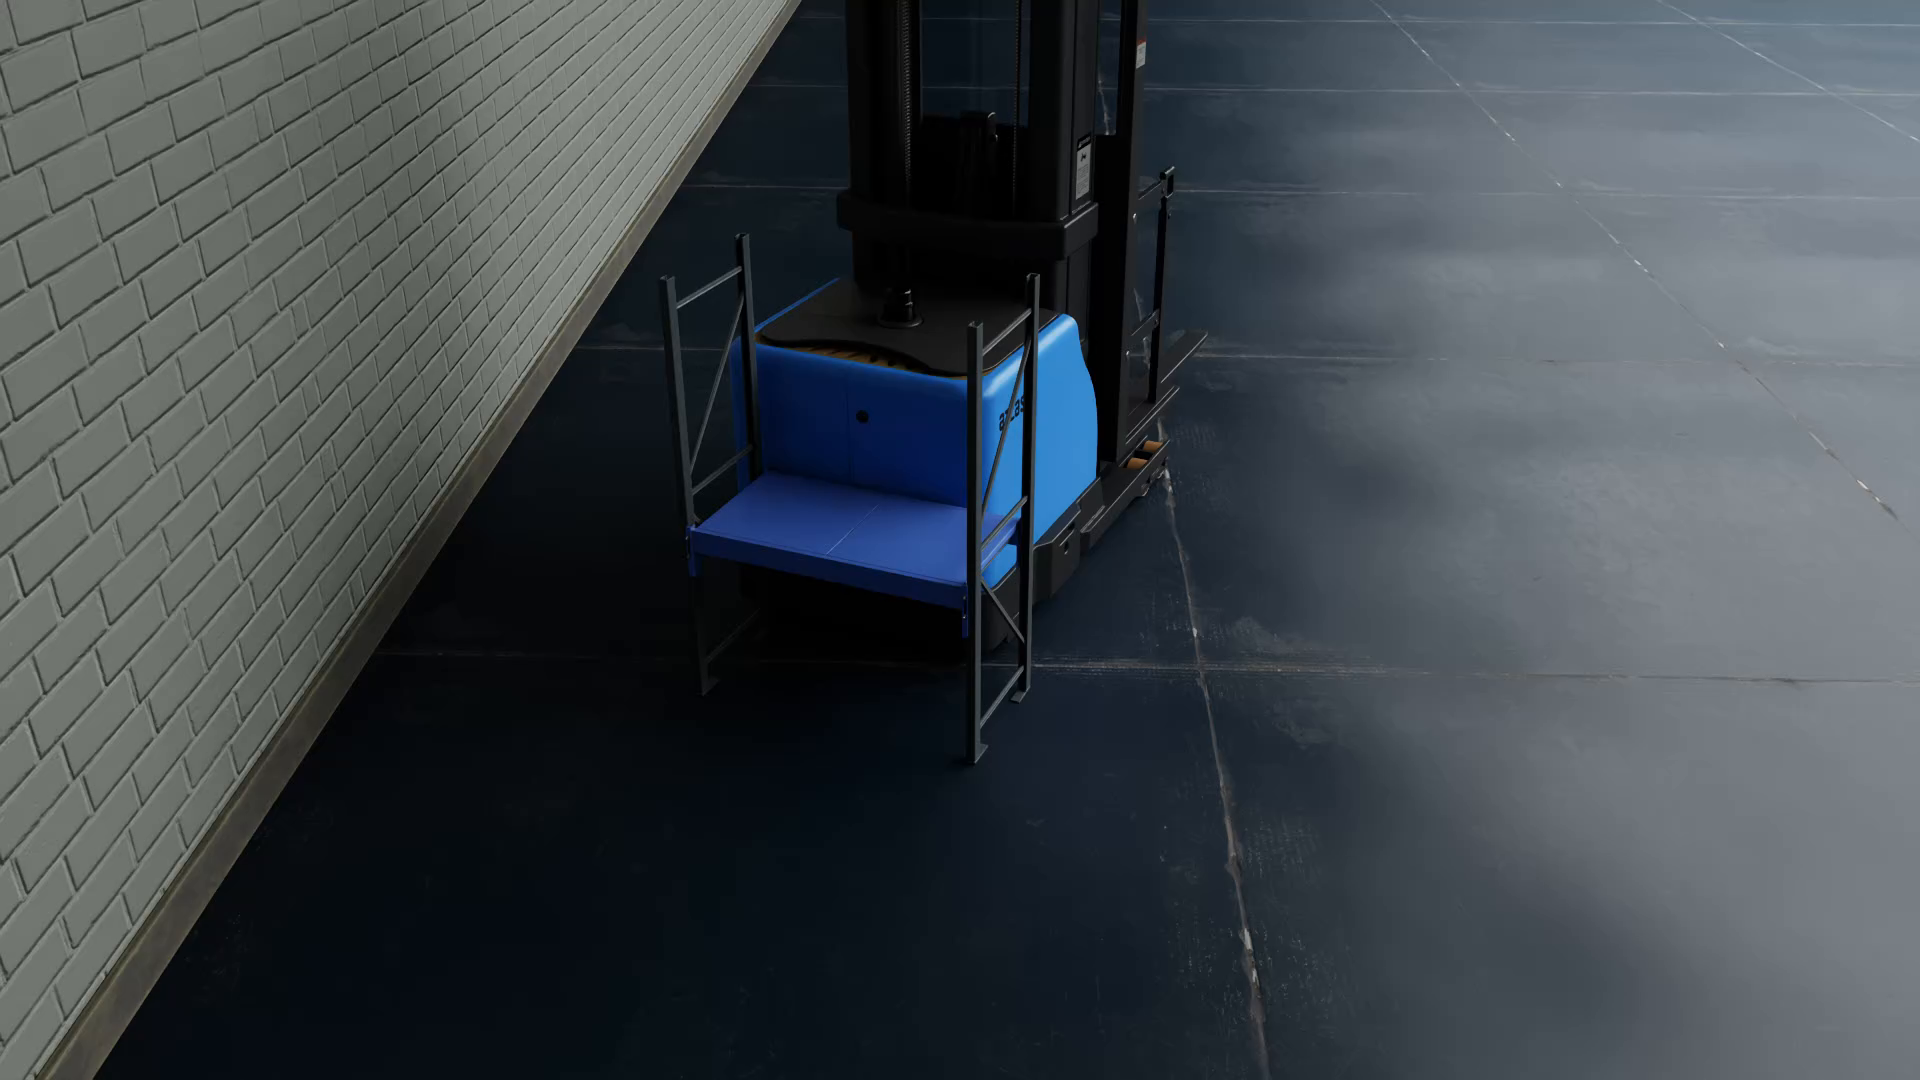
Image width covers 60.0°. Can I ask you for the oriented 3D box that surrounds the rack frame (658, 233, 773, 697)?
[{"bbox_3d":[-0.802,-0.232,5.587,0.032,1.500,0.500,11,30,20],"label":"rack frame"}]

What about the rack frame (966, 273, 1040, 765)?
[{"bbox_3d":[0.132,-0.045,5.233,0.032,1.500,0.500,11,30,20],"label":"rack frame"}]

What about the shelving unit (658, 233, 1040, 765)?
[{"bbox_3d":[-0.335,-0.139,5.410,1.048,1.500,0.538,11,30,20],"label":"shelving unit"}]

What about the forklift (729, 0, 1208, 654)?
[{"bbox_3d":[0.269,-1.558,6.560,1.130,2.935,3.031,13,30,22],"label":"forklift"}]

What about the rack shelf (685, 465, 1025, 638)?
[{"bbox_3d":[-0.335,0.020,5.494,1.000,0.185,0.538,11,30,20],"label":"rack shelf"}]
